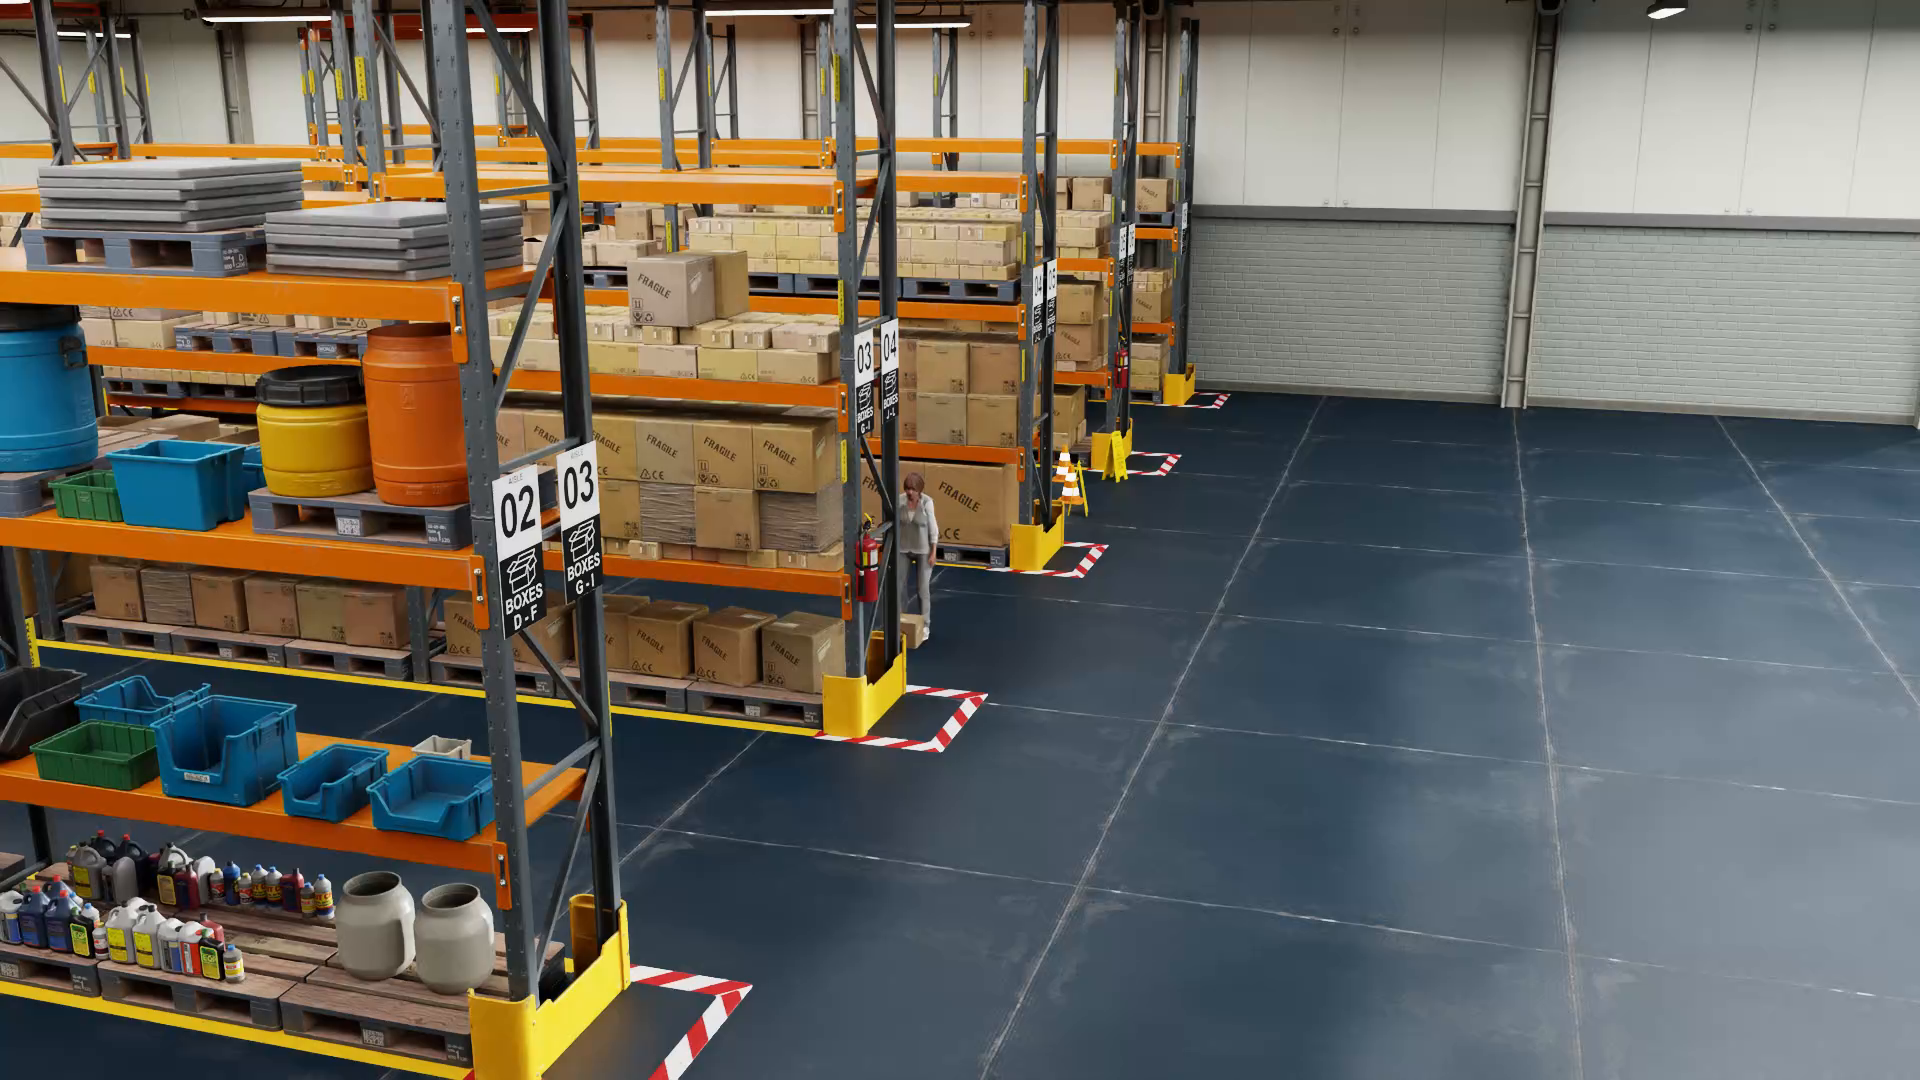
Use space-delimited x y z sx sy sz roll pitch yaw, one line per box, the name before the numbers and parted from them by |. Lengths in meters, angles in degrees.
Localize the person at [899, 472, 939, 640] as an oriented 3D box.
person | -0.433 0.134 15.442 0.467 1.590 0.346 4 16 14
